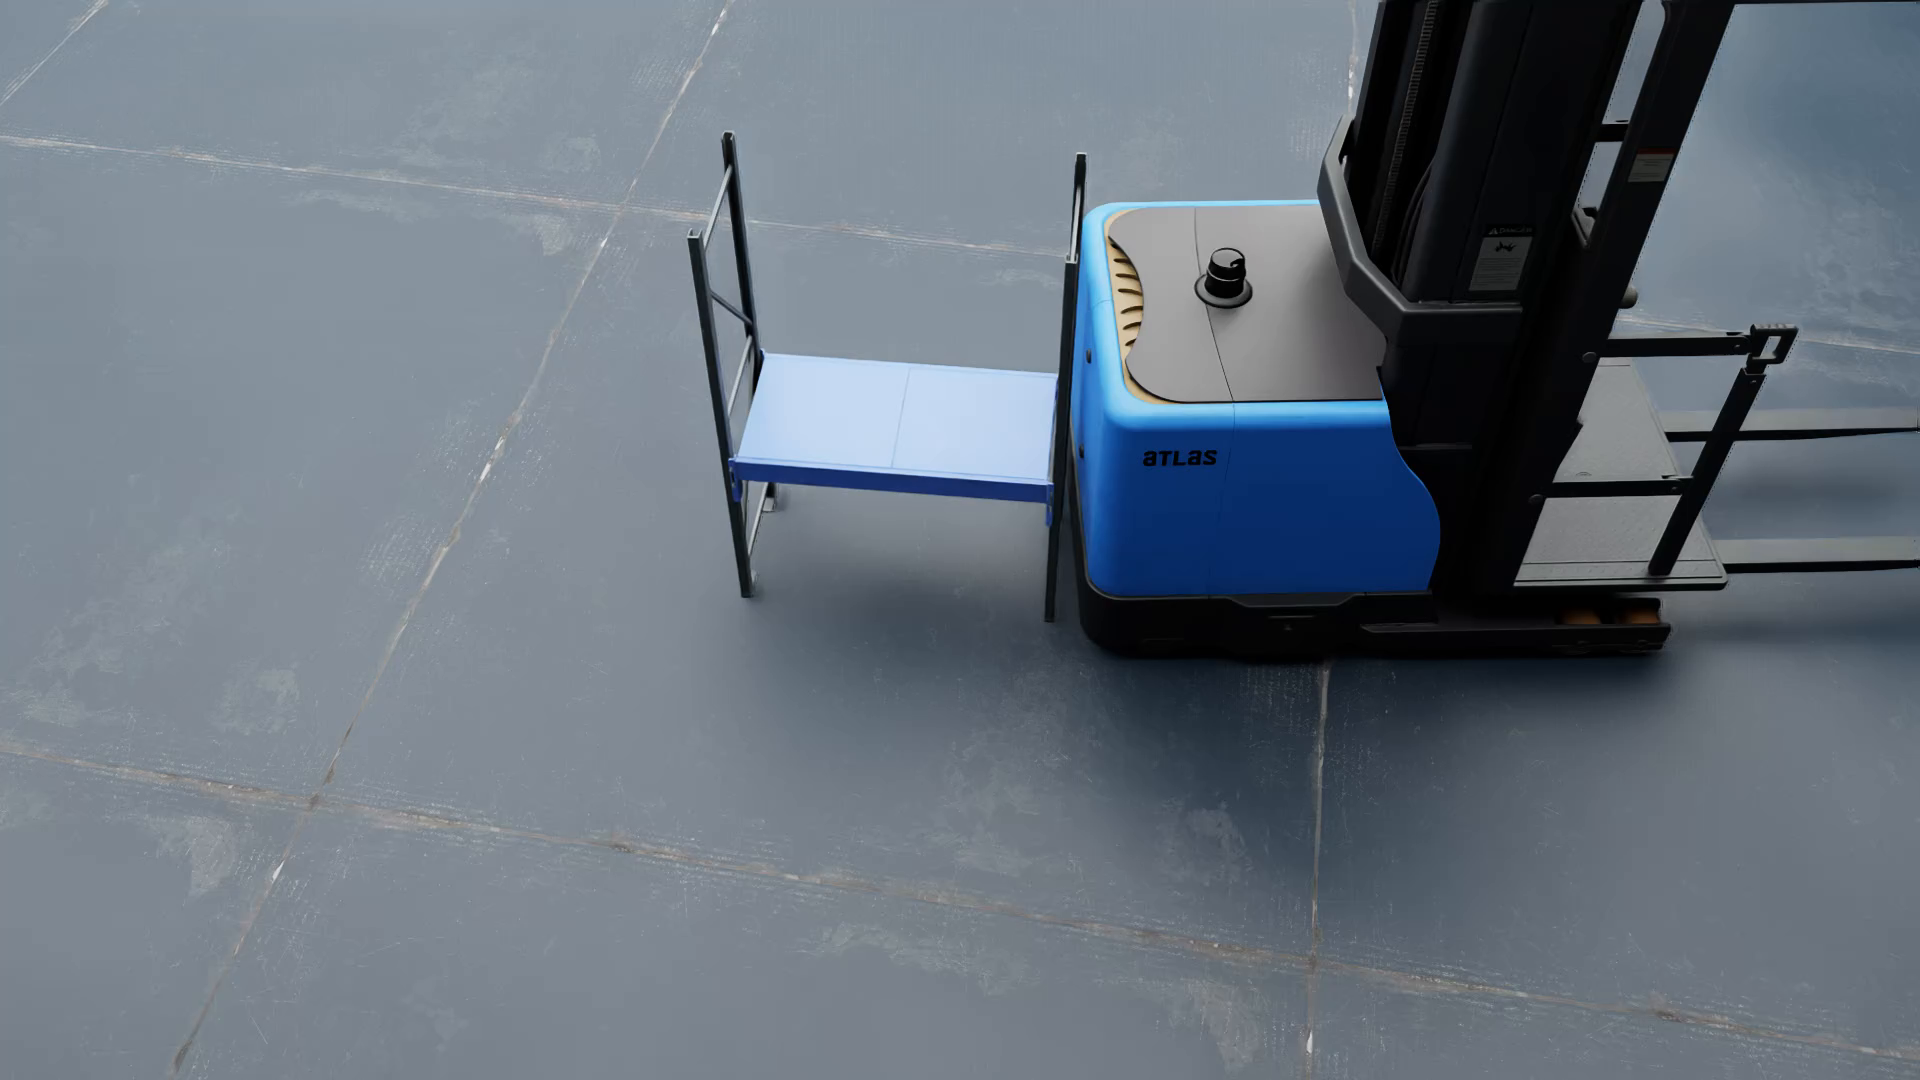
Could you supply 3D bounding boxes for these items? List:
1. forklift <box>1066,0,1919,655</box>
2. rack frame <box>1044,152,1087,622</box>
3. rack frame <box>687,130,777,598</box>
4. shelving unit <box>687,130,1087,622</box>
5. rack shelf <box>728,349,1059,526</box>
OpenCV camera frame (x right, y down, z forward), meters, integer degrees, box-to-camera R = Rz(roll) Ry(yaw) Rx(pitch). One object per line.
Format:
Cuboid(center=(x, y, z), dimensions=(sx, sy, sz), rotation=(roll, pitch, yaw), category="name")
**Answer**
Cuboid(center=(1.897, -1.002, 4.680), dimensions=(3.031, 2.935, 1.130), rotation=(-1, 48, -1), category="forklift")
Cuboid(center=(0.320, -0.414, 5.114), dimensions=(0.032, 1.500, 0.500), rotation=(4, 48, 4), category="rack frame")
Cuboid(center=(-0.691, -0.494, 5.185), dimensions=(0.032, 1.500, 0.500), rotation=(4, 48, 4), category="rack frame")
Cuboid(center=(-0.186, -0.454, 5.150), dimensions=(1.048, 1.500, 0.538), rotation=(4, 48, 4), category="shelving unit")
Cuboid(center=(-0.186, -0.334, 5.283), dimensions=(1.000, 0.185, 0.538), rotation=(4, 48, 4), category="rack shelf")
